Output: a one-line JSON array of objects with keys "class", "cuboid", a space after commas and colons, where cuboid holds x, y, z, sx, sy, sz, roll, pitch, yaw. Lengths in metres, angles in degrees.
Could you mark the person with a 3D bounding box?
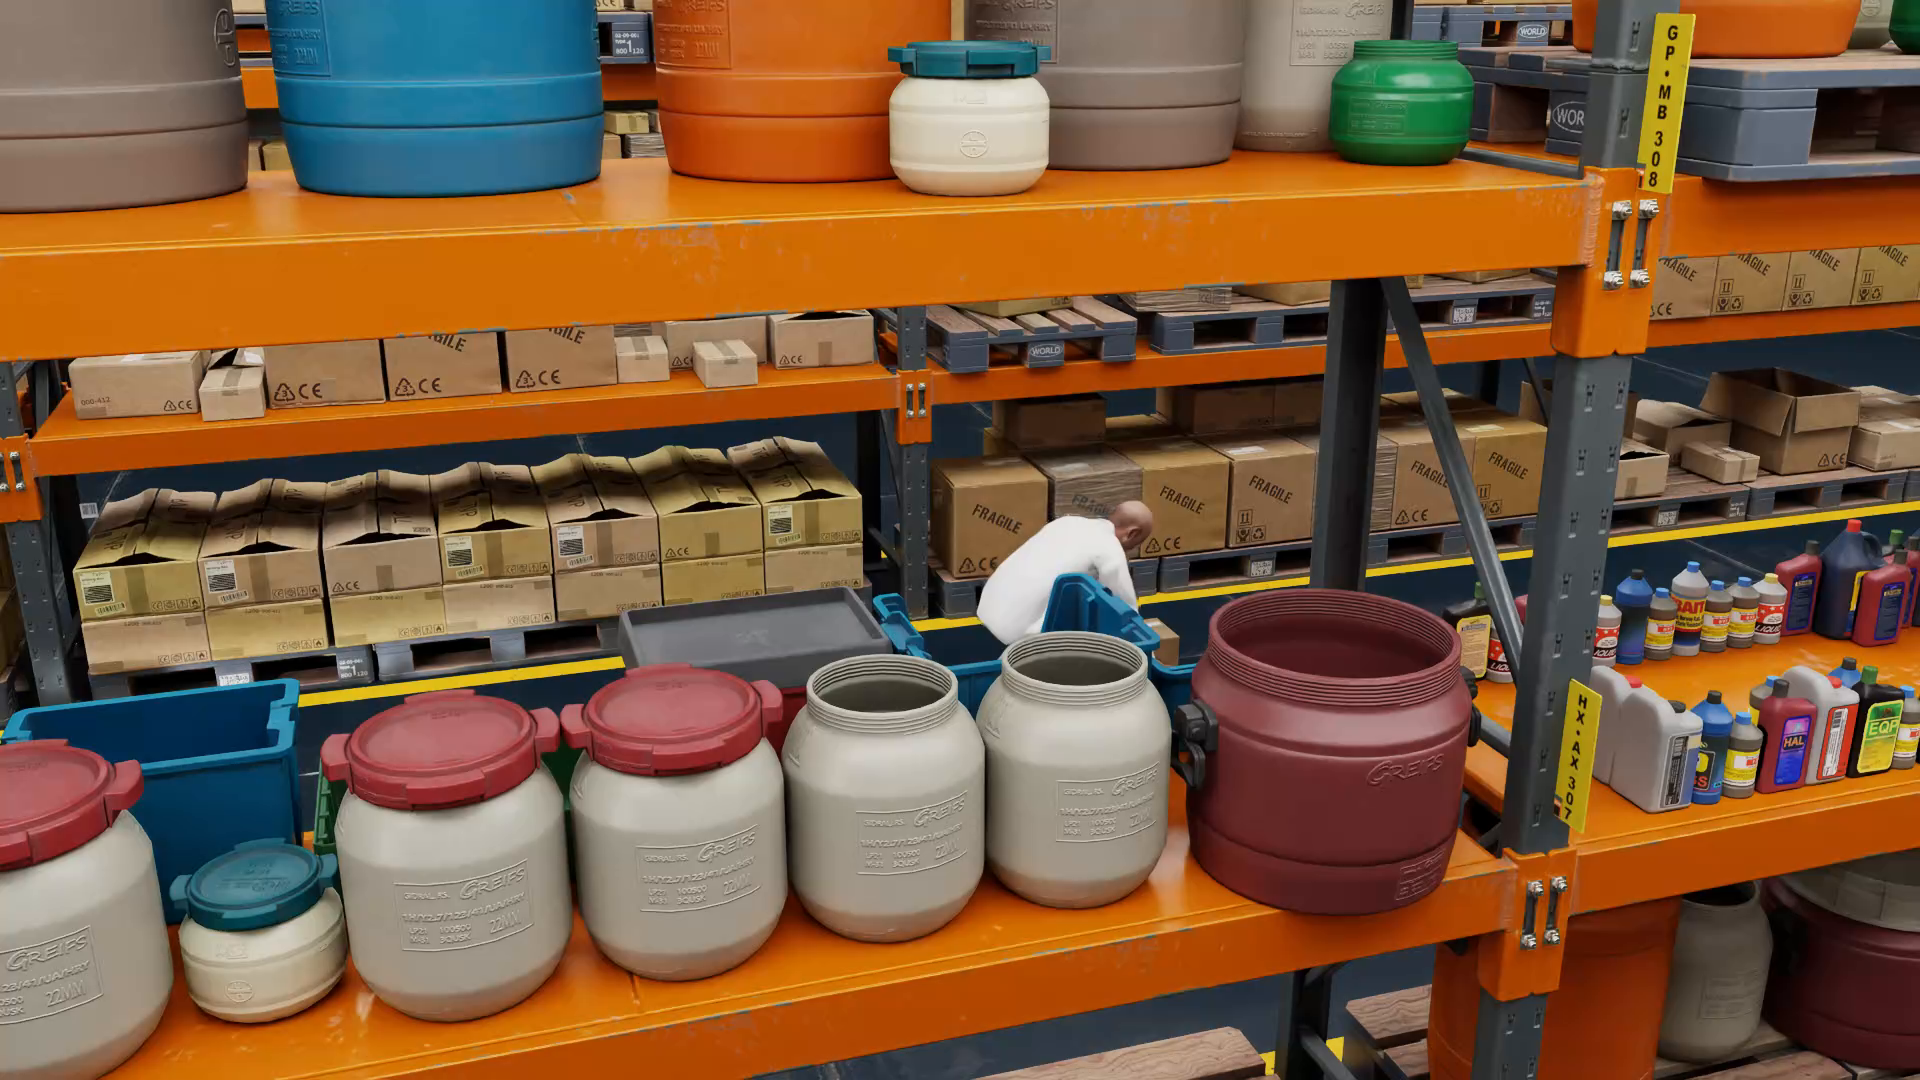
[{"class": "person", "cuboid": [0.516, 0.290, 7.666, 0.905, 0.887, 0.594, -6, 20, -17]}]
